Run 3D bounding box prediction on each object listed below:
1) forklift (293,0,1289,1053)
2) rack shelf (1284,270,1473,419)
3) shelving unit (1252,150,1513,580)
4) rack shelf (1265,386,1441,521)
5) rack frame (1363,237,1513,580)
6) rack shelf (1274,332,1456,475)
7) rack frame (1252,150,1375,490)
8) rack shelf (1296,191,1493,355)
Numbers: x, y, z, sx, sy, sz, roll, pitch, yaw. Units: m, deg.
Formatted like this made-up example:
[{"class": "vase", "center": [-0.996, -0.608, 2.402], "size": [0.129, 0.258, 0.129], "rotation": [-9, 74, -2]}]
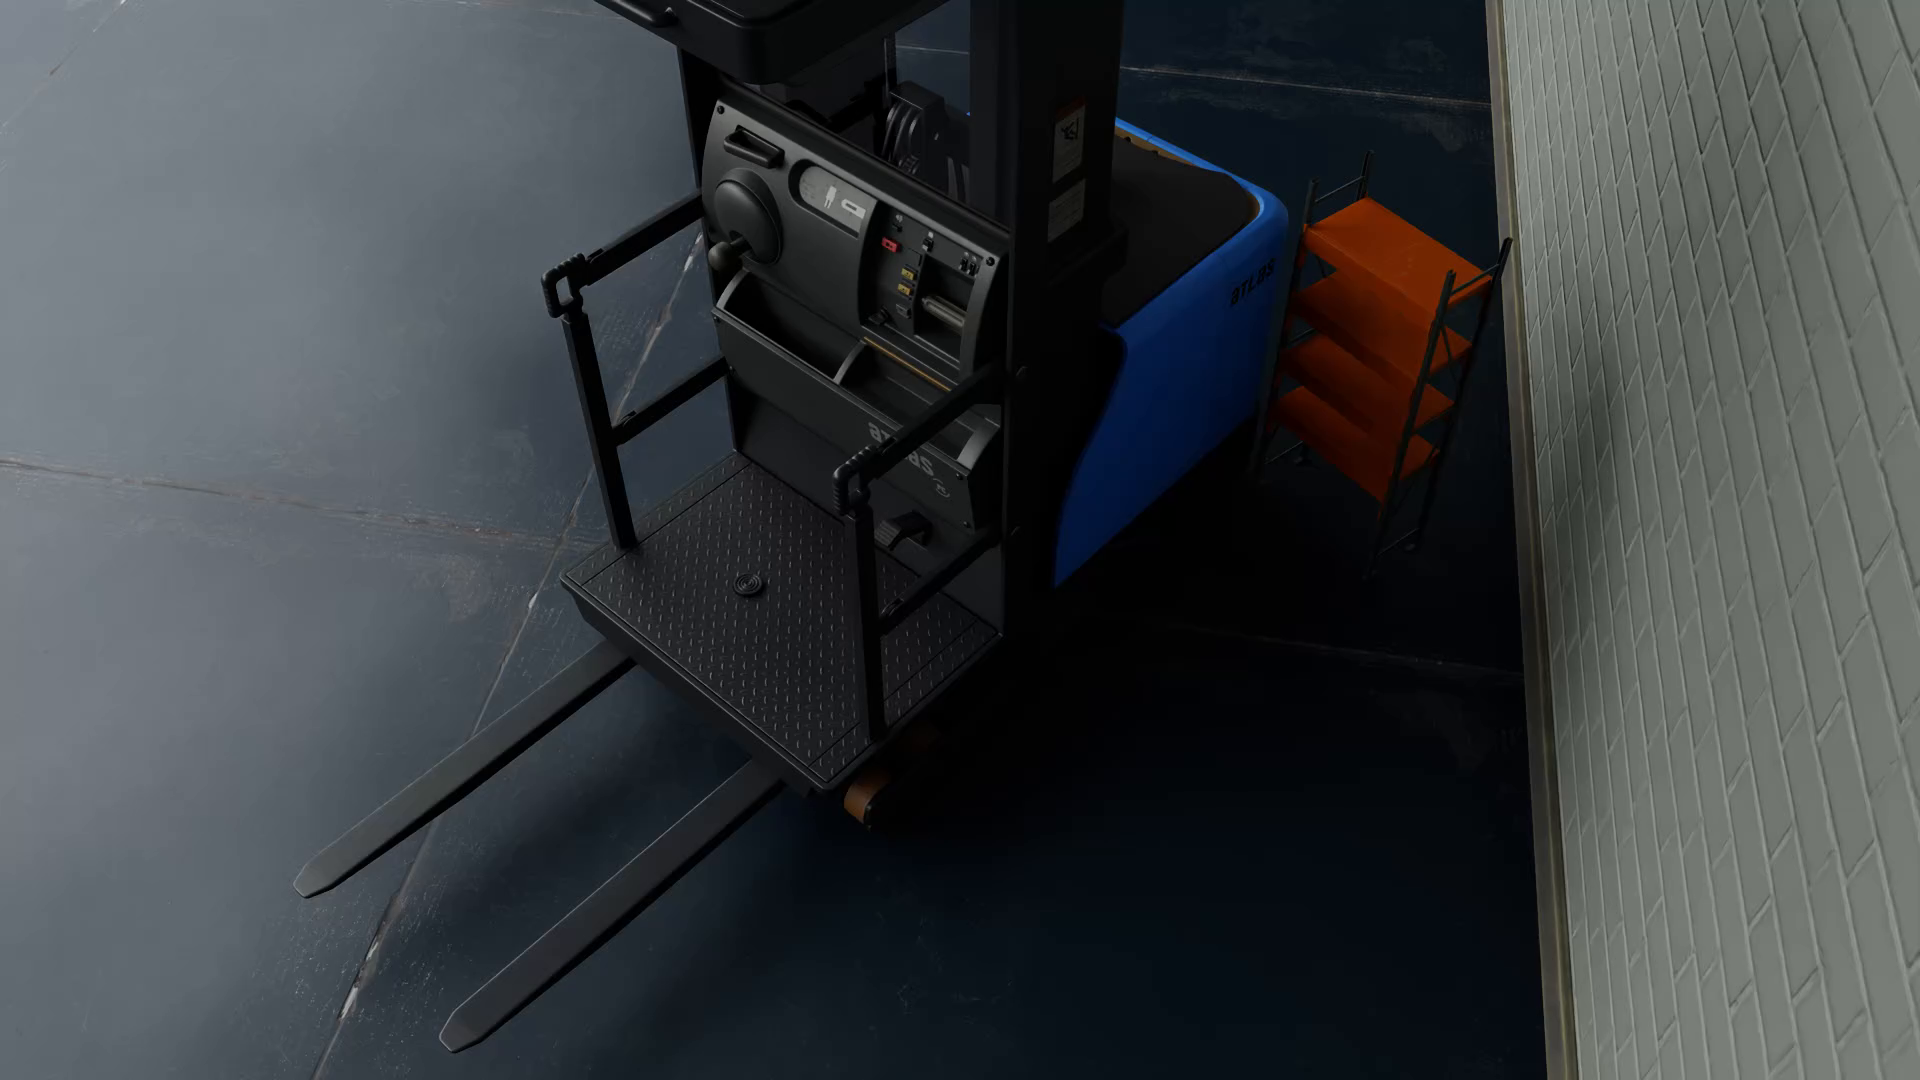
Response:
[{"class": "forklift", "center": [-0.417, -0.636, 3.851], "size": [1.130, 2.935, 3.031], "rotation": [34, 56, 27]}, {"class": "rack shelf", "center": [1.197, -0.583, 4.757], "size": [0.258, 0.148, 0.480], "rotation": [-30, 55, -24]}, {"class": "shelving unit", "center": [1.197, -0.478, 4.873], "size": [0.258, 1.200, 0.503], "rotation": [-30, 55, -24]}, {"class": "rack shelf", "center": [1.197, -0.301, 5.071], "size": [0.258, 0.148, 0.480], "rotation": [-30, 55, -24]}, {"class": "rack frame", "center": [1.346, -0.334, 4.744], "size": [0.240, 1.200, 0.015], "rotation": [-30, 55, -24]}, {"class": "rack shelf", "center": [1.197, -0.433, 4.923], "size": [0.258, 0.148, 0.480], "rotation": [-30, 55, -24]}, {"class": "rack frame", "center": [1.048, -0.622, 5.002], "size": [0.240, 1.200, 0.015], "rotation": [-30, 55, -24]}, {"class": "rack shelf", "center": [1.197, -0.741, 4.581], "size": [0.258, 0.148, 0.480], "rotation": [-30, 55, -24]}]
